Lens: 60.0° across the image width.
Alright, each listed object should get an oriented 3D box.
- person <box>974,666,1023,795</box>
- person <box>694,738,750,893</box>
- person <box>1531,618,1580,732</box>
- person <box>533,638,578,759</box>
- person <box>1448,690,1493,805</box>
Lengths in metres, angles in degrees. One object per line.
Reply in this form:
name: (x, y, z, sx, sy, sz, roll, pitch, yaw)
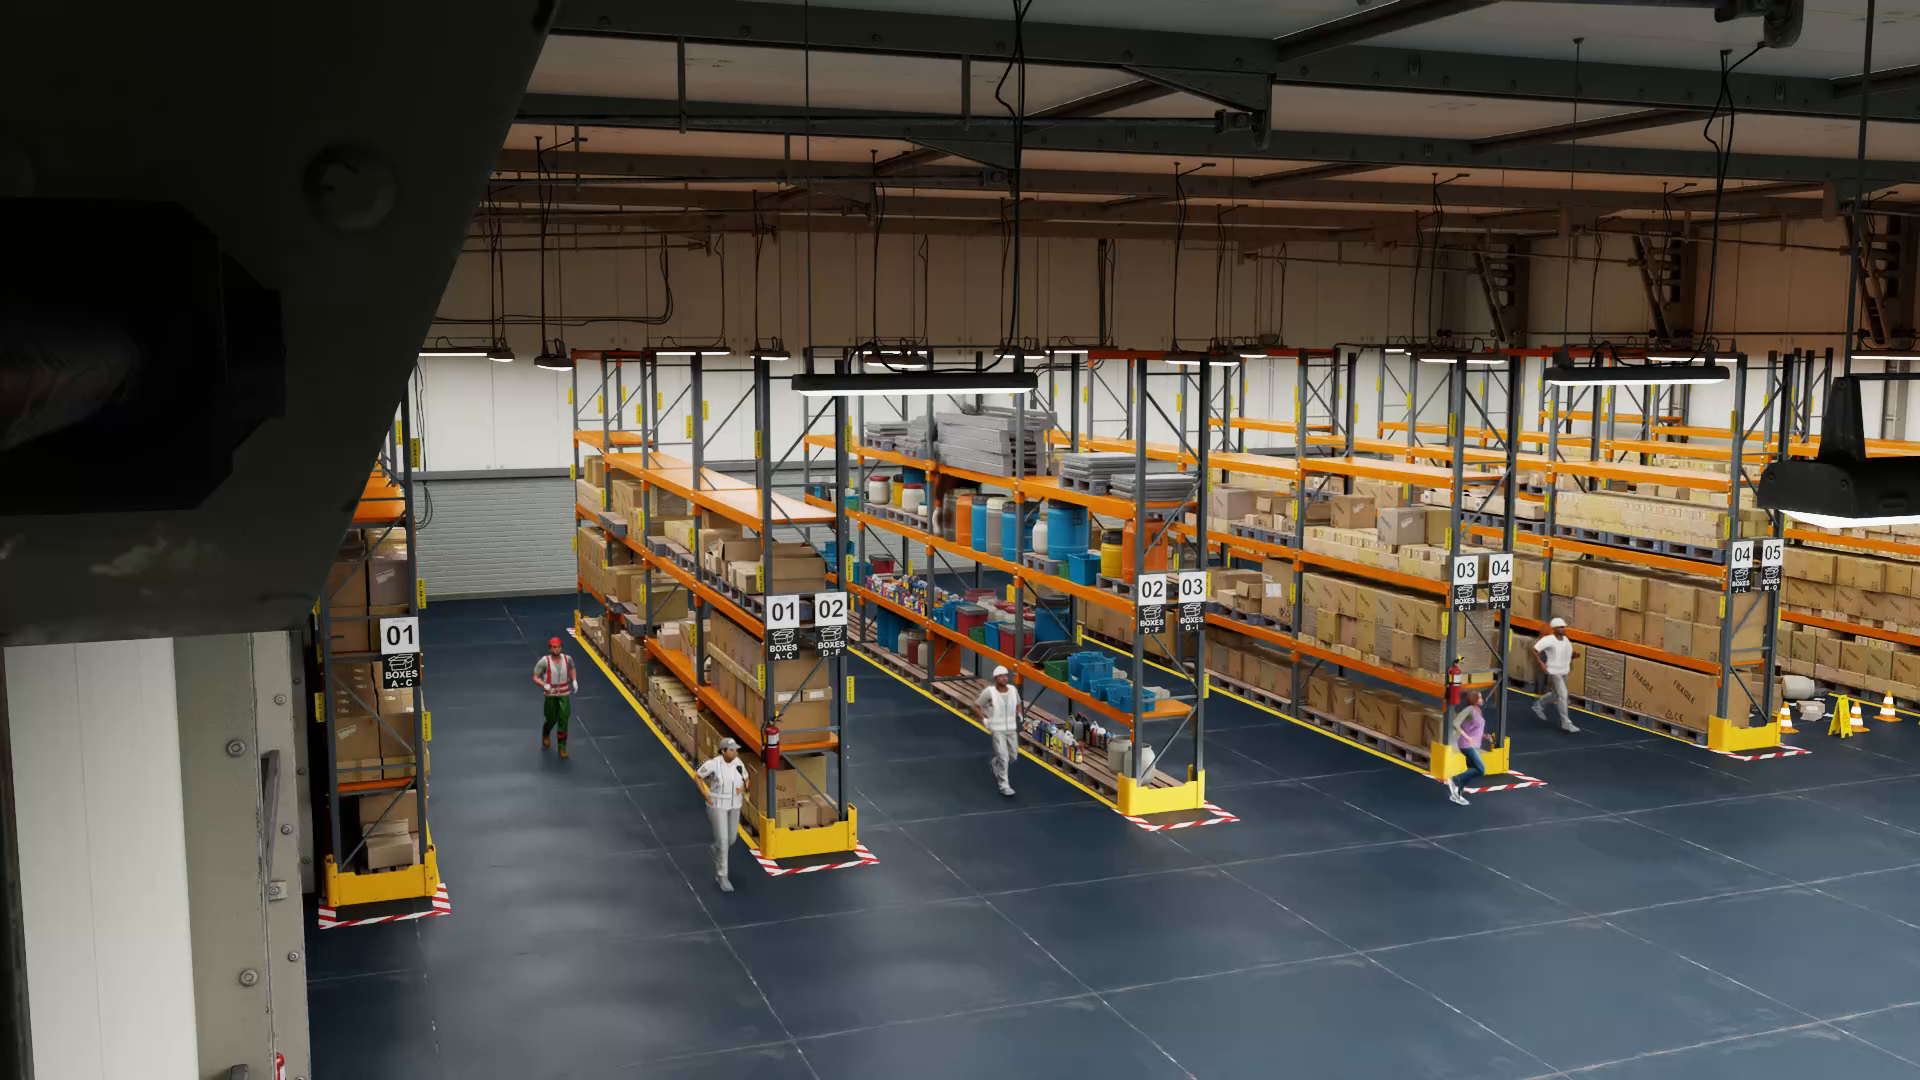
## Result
person: (0.560, 2.612, 23.018, 0.694, 1.748, 0.804, -4, 8, -26)
person: (-2.715, 3.121, 19.332, 0.629, 1.668, 0.944, -6, 9, -40)
person: (9.569, 2.121, 26.636, 0.700, 1.754, 0.989, -5, 9, -35)
person: (-6.082, 2.342, 25.055, 0.685, 1.790, 0.833, -4, 8, -29)
person: (6.898, 2.789, 22.405, 0.530, 1.550, 0.546, 5, 8, 33)
